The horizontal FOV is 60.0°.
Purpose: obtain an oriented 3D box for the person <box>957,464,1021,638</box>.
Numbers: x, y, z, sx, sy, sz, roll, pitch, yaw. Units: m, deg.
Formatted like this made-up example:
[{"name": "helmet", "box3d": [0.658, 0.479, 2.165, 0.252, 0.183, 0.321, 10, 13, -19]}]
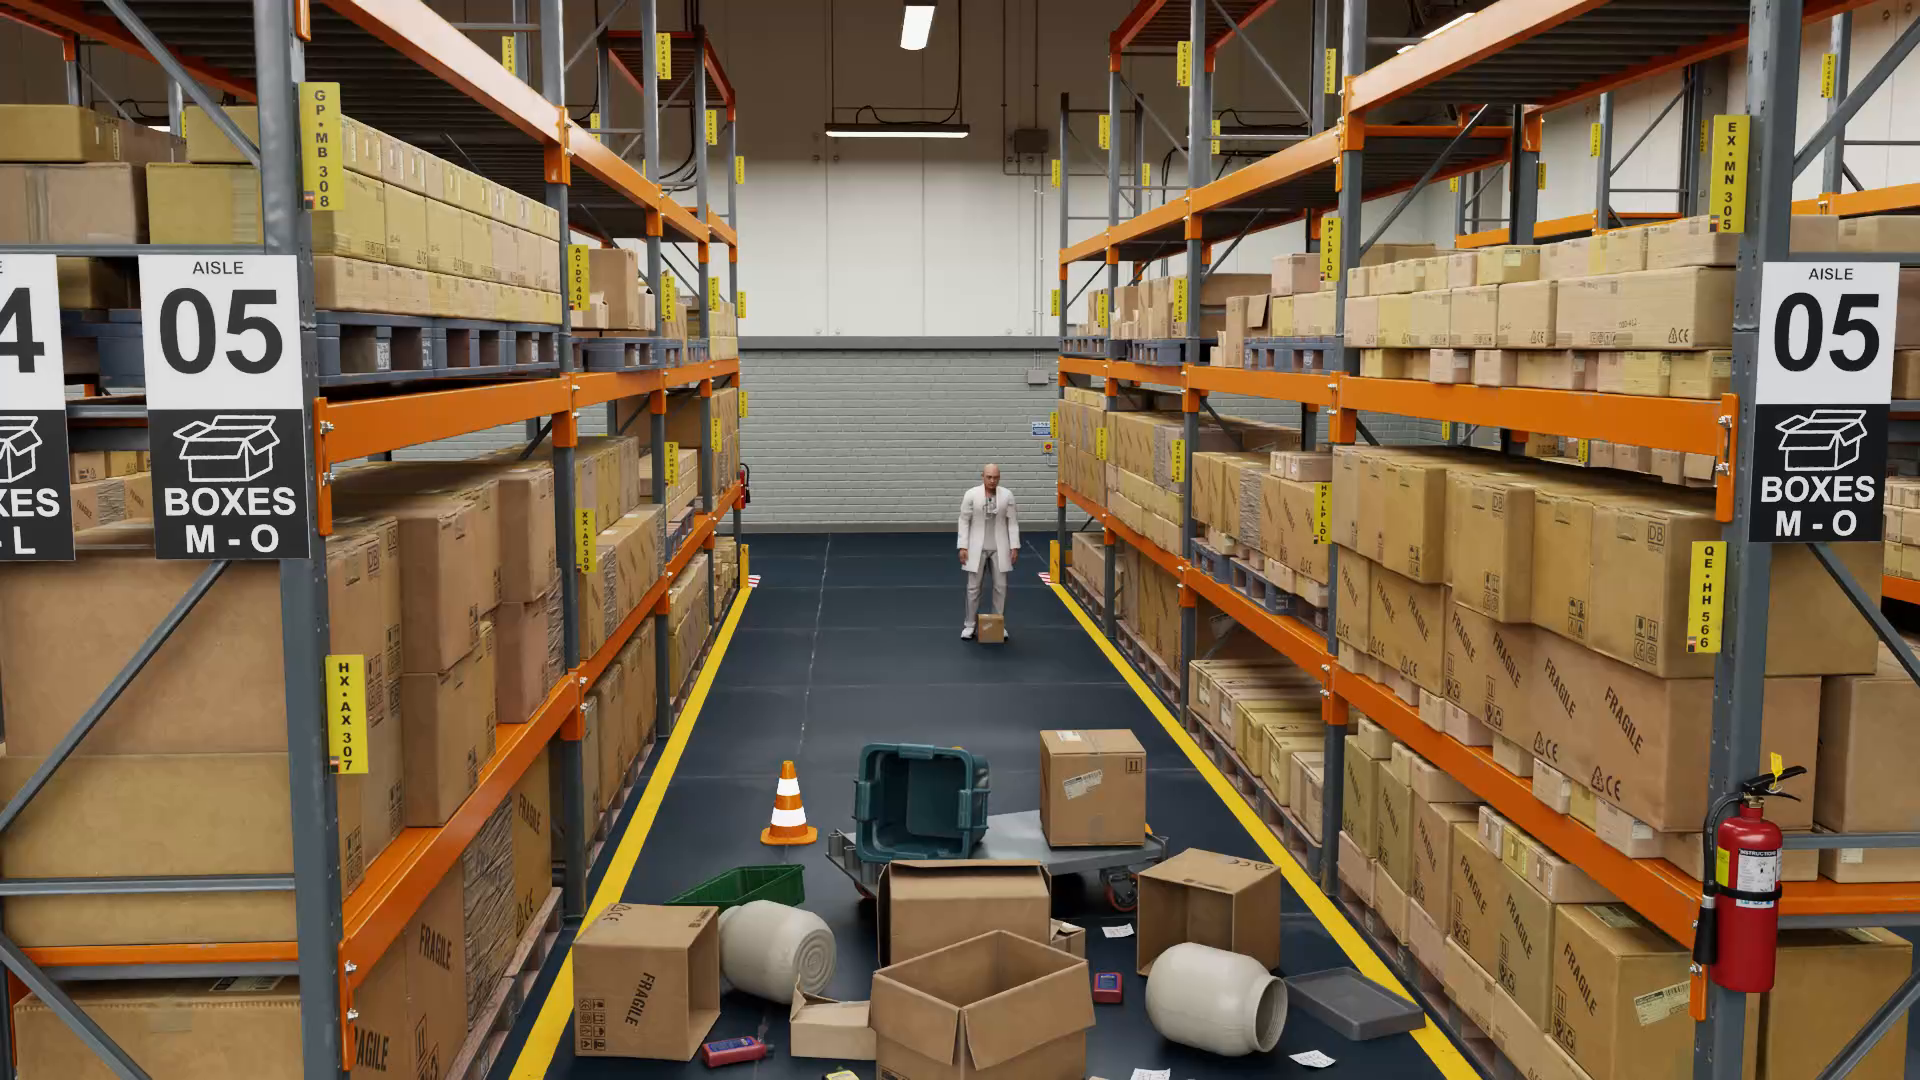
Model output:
[{"name": "person", "box3d": [0.291, 0.105, 16.910, 0.654, 1.774, 0.415, -1, 7, -5]}]
